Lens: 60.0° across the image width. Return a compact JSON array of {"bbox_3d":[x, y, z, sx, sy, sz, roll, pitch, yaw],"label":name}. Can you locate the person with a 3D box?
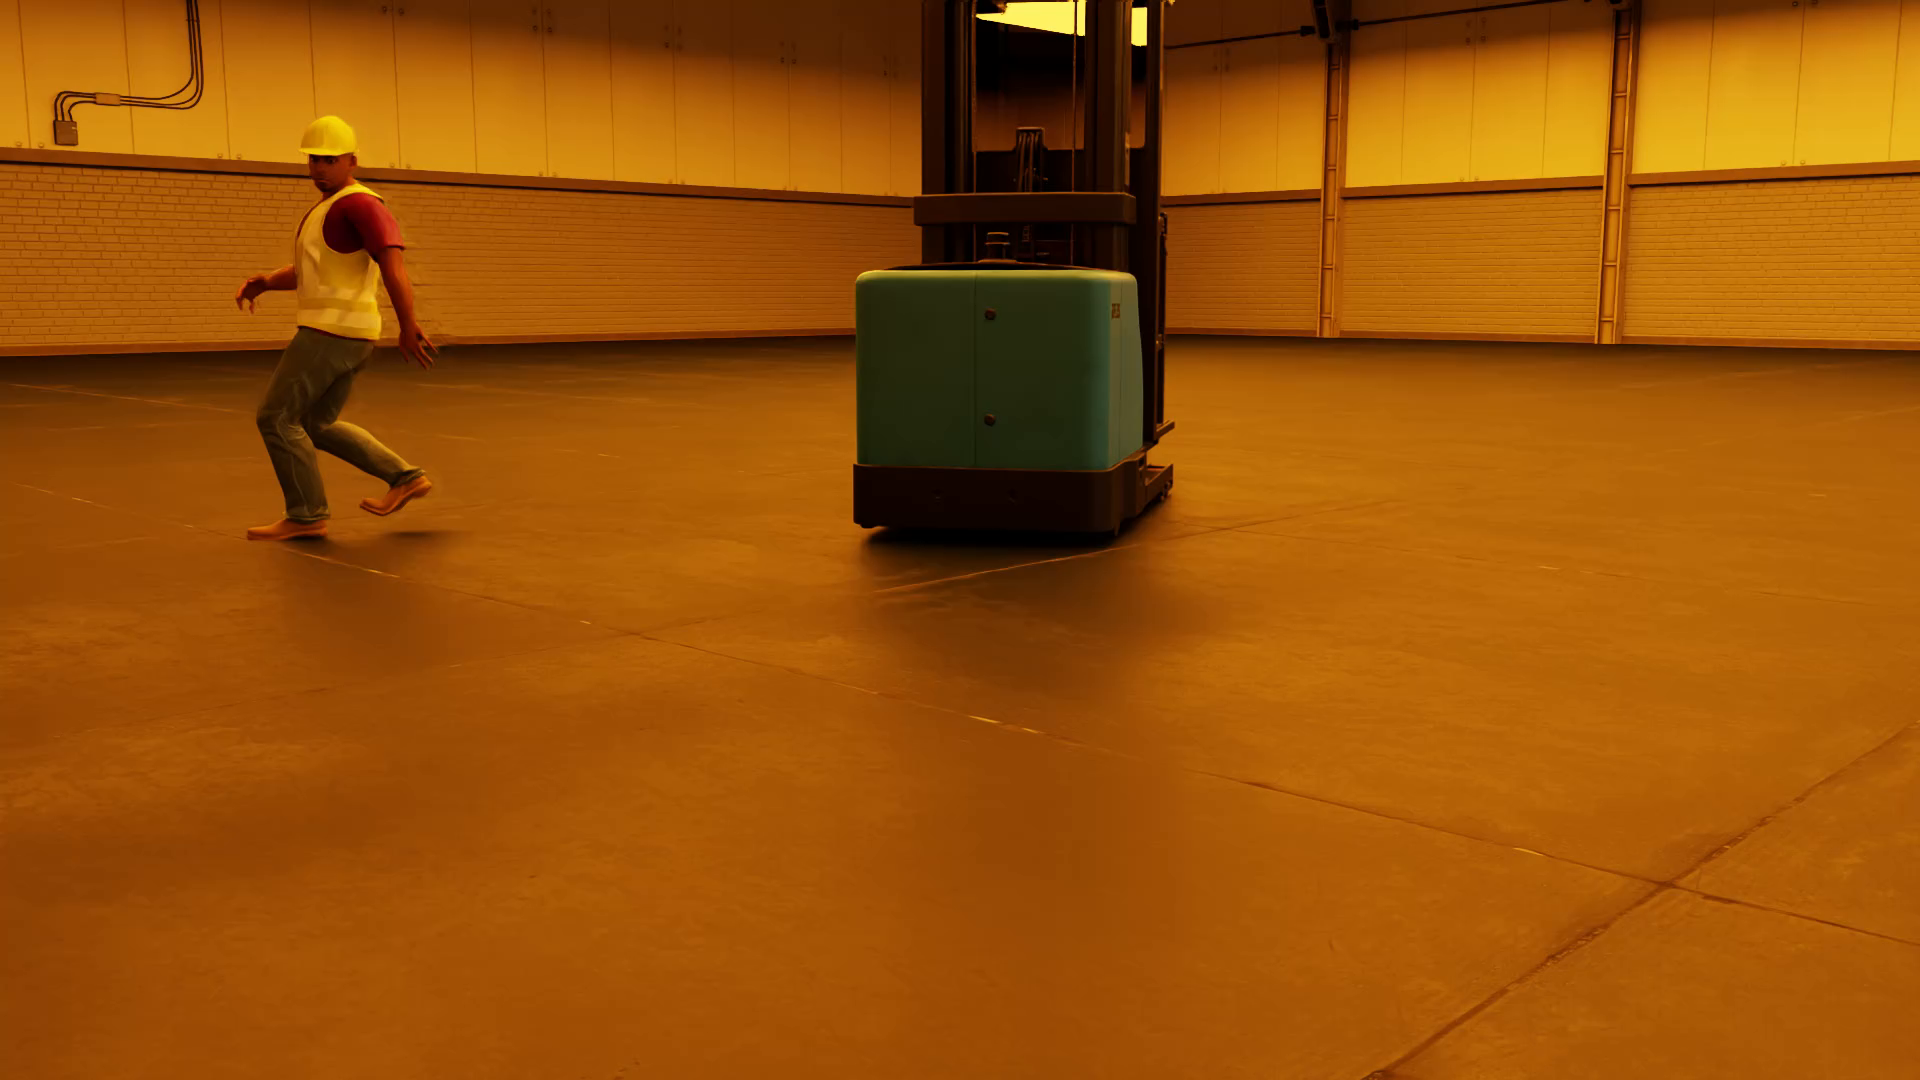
[{"bbox_3d":[-2.514,-0.850,6.733,0.791,1.693,0.655,-2,9,-14],"label":"person"}]

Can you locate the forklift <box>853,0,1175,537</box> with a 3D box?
[{"bbox_3d":[0.424,-1.639,7.762,1.130,2.935,3.031,2,9,14],"label":"forklift"}]
